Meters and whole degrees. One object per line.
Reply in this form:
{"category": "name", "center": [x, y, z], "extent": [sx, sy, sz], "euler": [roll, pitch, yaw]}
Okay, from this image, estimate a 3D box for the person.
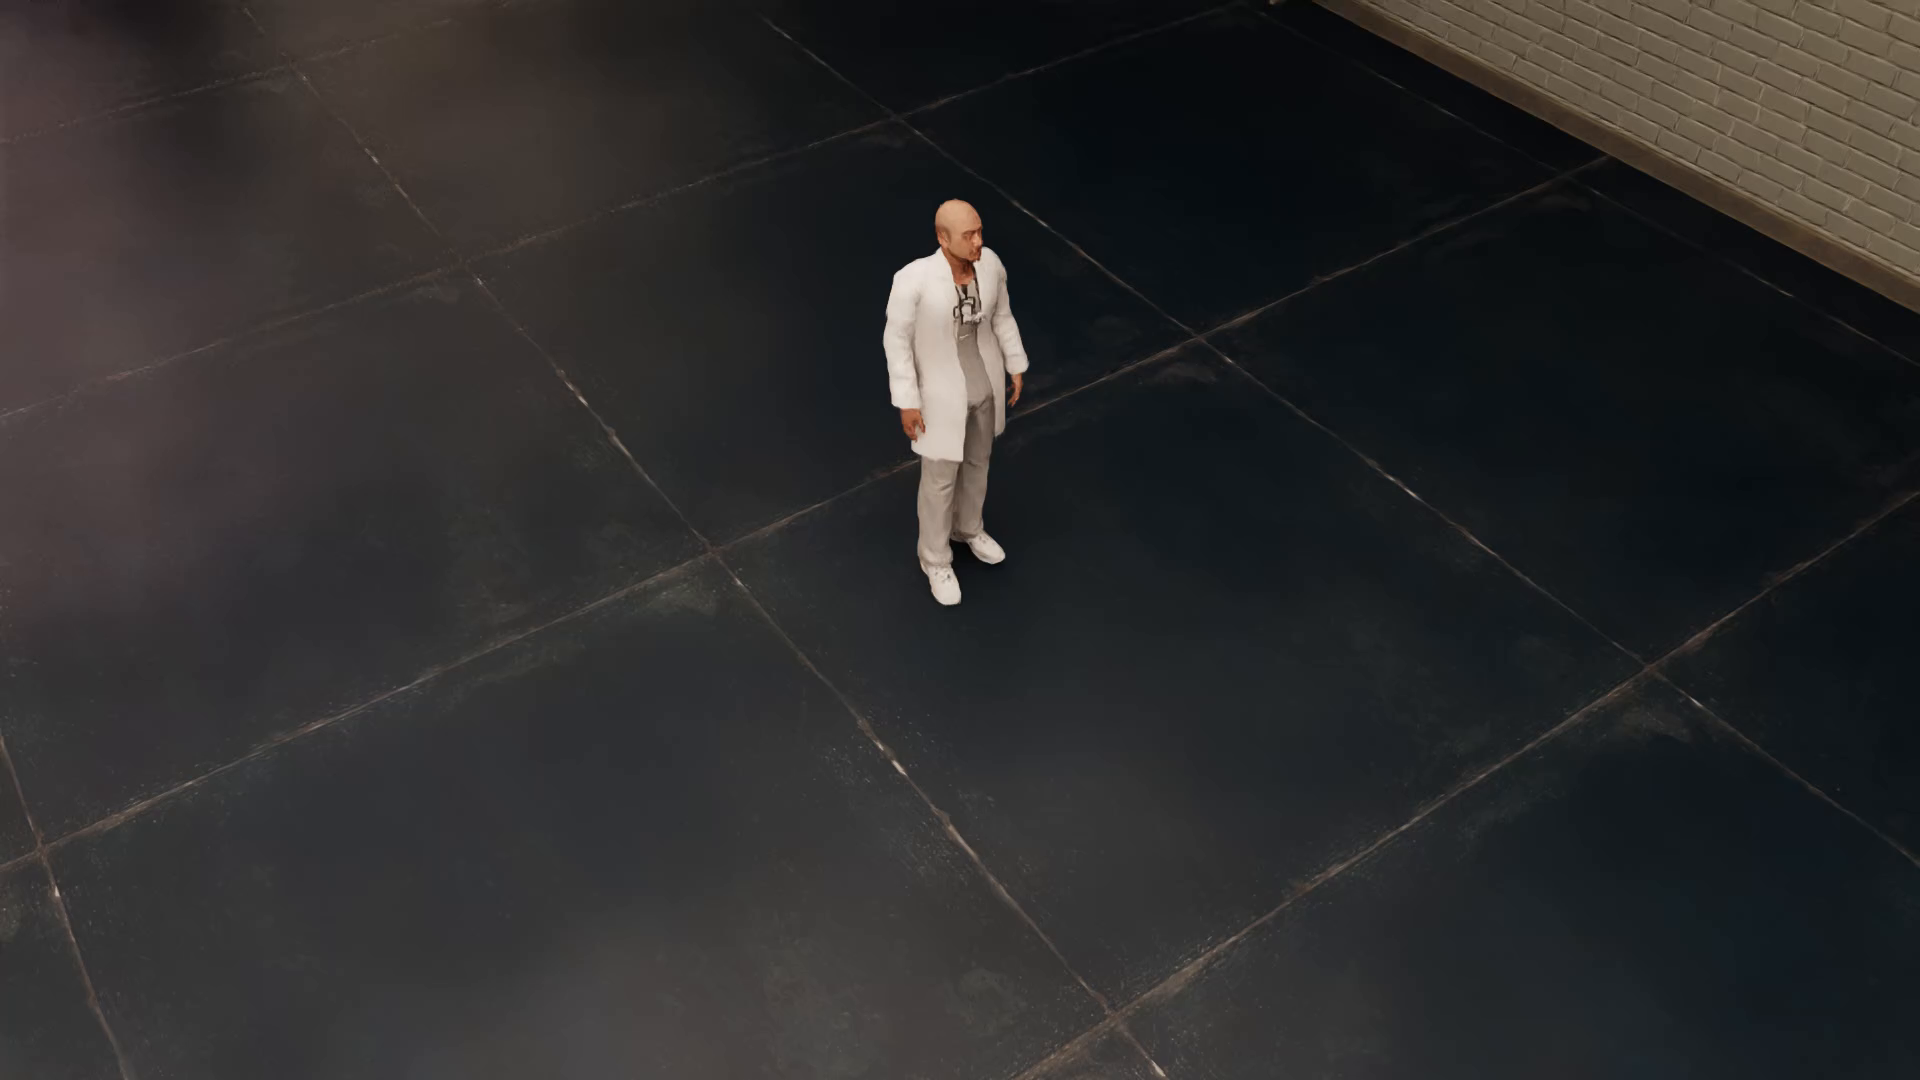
{"category": "person", "center": [0.048, -0.607, 7.214], "extent": [0.694, 1.776, 0.579], "euler": [-25, 48, -25]}
